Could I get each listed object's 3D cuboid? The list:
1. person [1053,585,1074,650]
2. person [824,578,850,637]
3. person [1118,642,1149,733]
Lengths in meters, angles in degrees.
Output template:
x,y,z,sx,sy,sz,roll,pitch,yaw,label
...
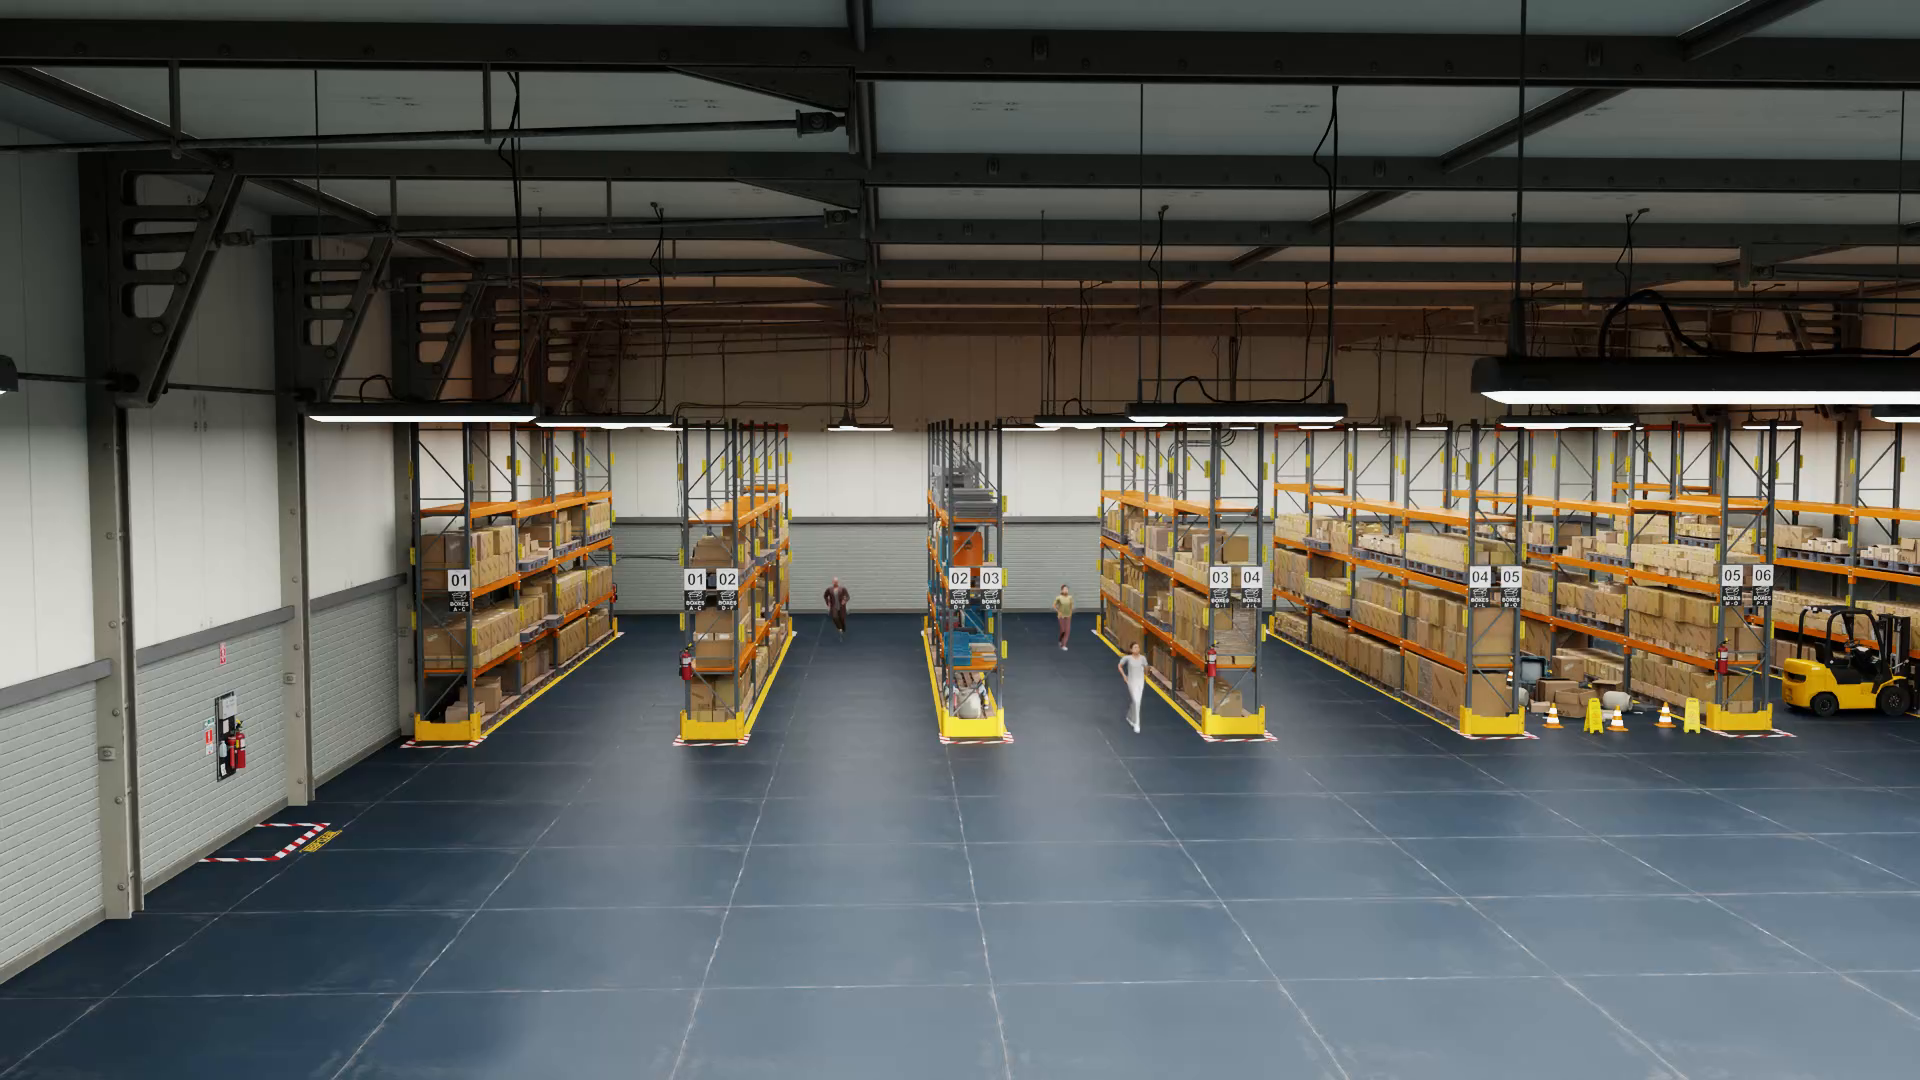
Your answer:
x,y,z,sx,sy,sz,roll,pitch,yaw,label
2.625,1.940,41.792,0.566,1.632,0.580,-1,4,-14,person
-3.394,1.879,45.814,0.724,1.686,0.938,0,4,-5,person
3.380,2.813,32.147,0.546,1.714,0.735,-1,4,-22,person
